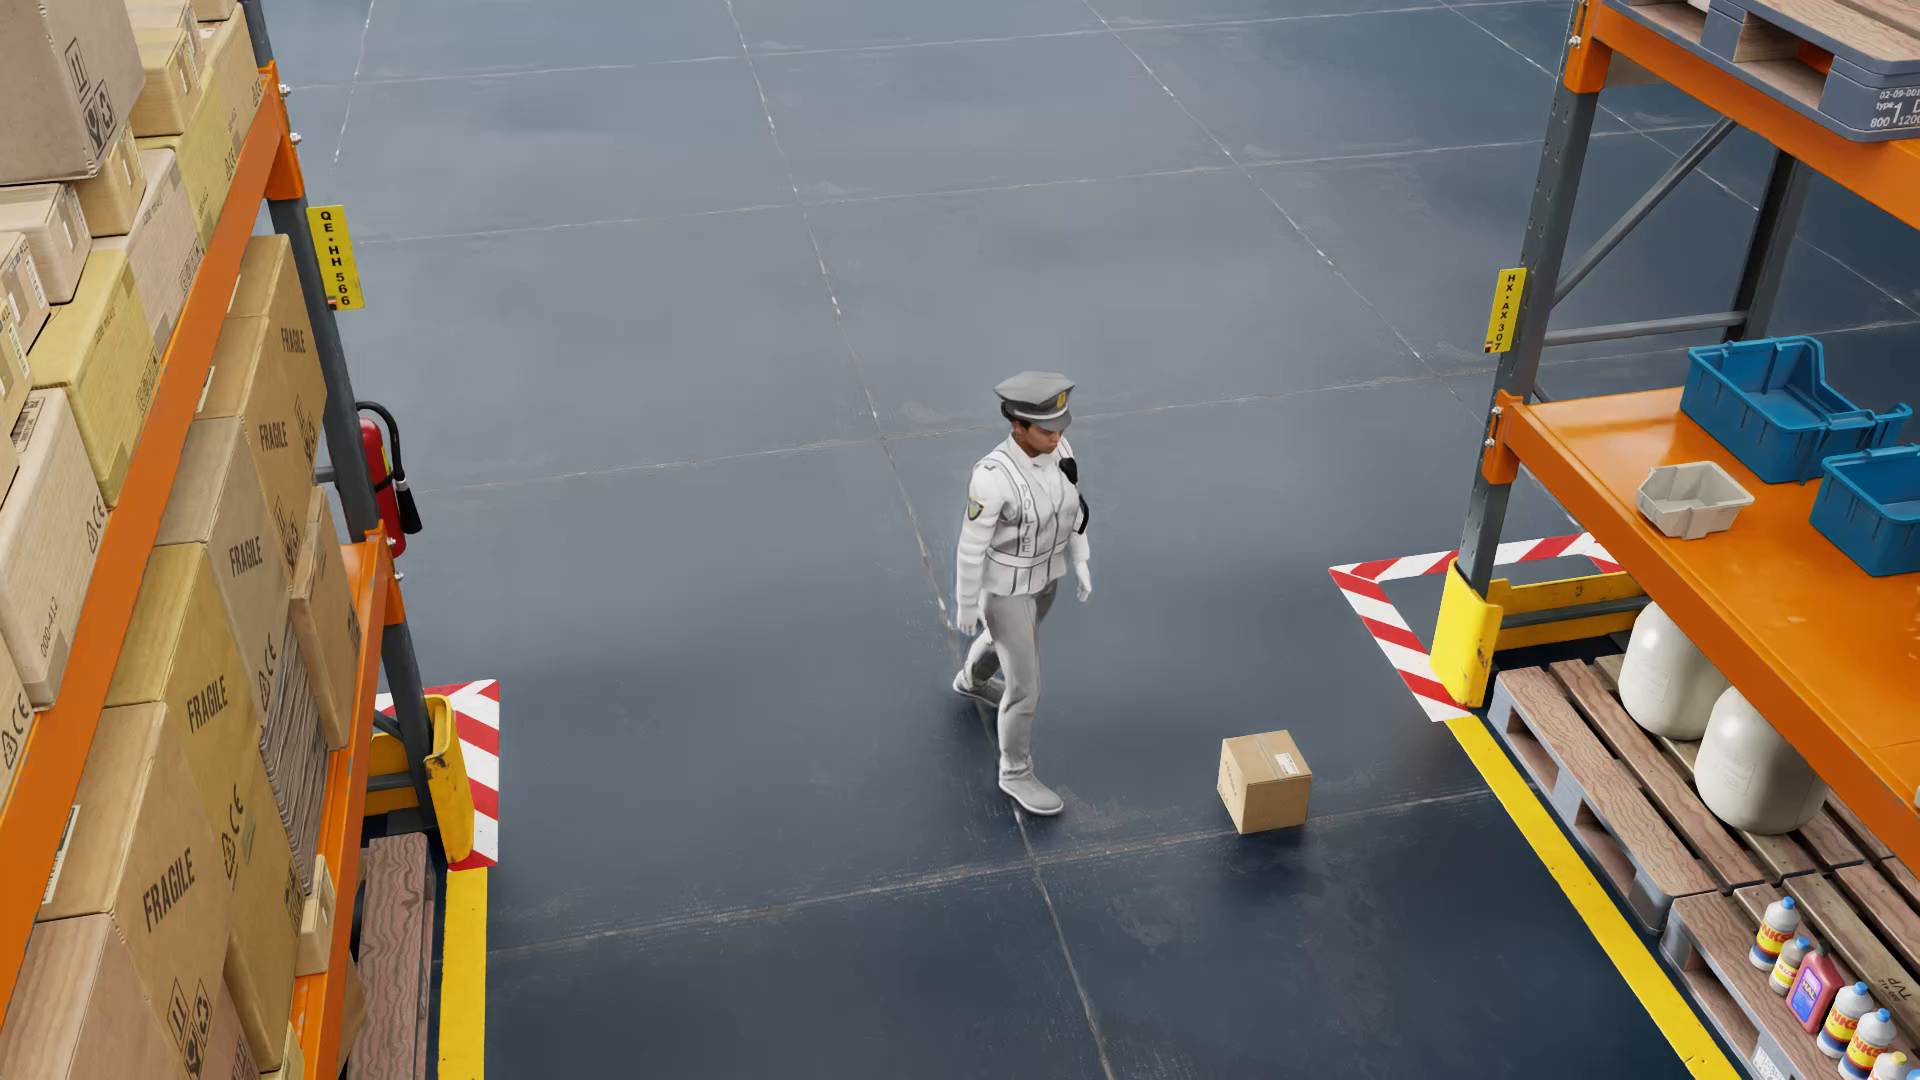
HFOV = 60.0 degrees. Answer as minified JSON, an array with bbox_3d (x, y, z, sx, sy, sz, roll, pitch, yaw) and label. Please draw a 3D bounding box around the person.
[{"bbox_3d":[0.205,0.126,5.963,0.749,1.635,0.545,26,42,33],"label":"person"}]
